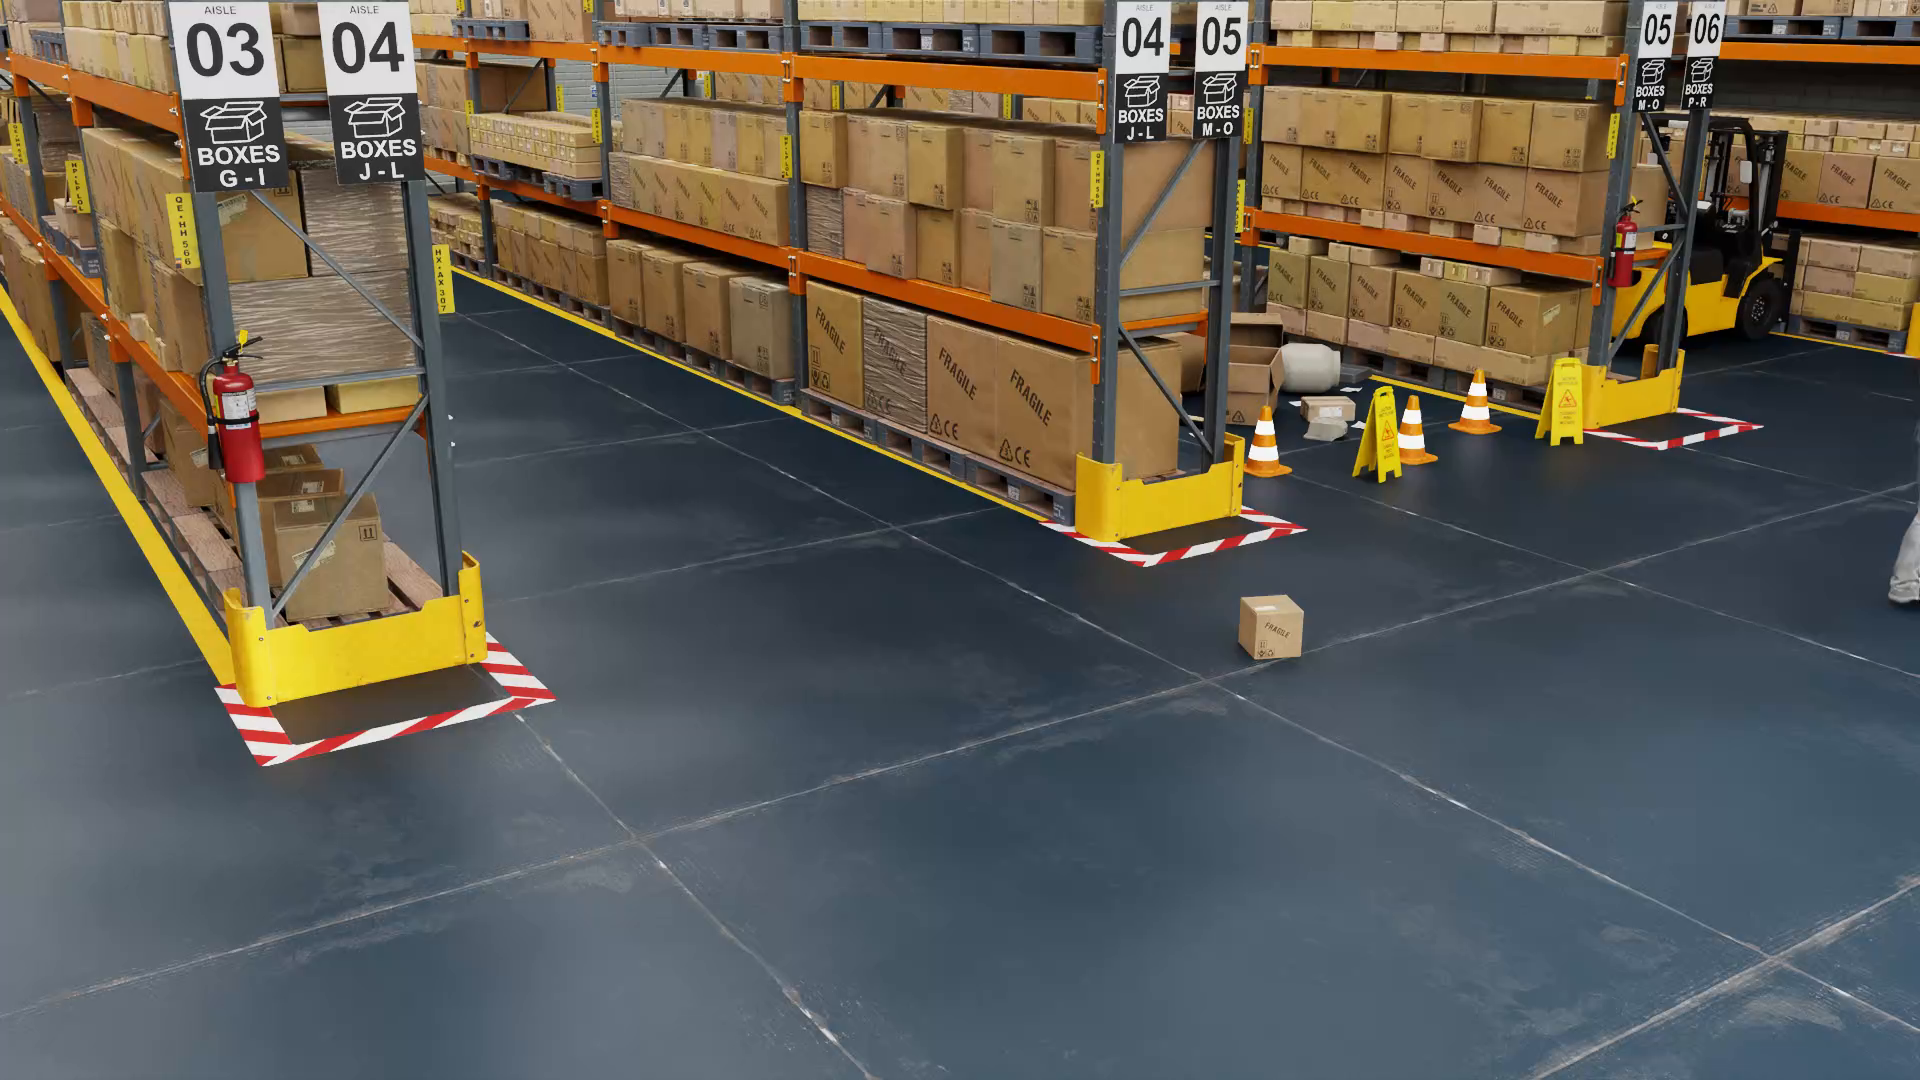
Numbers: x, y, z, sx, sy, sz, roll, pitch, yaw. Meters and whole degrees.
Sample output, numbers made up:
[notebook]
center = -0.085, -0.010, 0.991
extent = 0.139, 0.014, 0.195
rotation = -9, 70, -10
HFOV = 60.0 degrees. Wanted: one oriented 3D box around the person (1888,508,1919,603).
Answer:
[person]
center = 5.537, -0.481, 8.984
extent = 0.844, 1.772, 0.590
rotation = -4, 18, -11
